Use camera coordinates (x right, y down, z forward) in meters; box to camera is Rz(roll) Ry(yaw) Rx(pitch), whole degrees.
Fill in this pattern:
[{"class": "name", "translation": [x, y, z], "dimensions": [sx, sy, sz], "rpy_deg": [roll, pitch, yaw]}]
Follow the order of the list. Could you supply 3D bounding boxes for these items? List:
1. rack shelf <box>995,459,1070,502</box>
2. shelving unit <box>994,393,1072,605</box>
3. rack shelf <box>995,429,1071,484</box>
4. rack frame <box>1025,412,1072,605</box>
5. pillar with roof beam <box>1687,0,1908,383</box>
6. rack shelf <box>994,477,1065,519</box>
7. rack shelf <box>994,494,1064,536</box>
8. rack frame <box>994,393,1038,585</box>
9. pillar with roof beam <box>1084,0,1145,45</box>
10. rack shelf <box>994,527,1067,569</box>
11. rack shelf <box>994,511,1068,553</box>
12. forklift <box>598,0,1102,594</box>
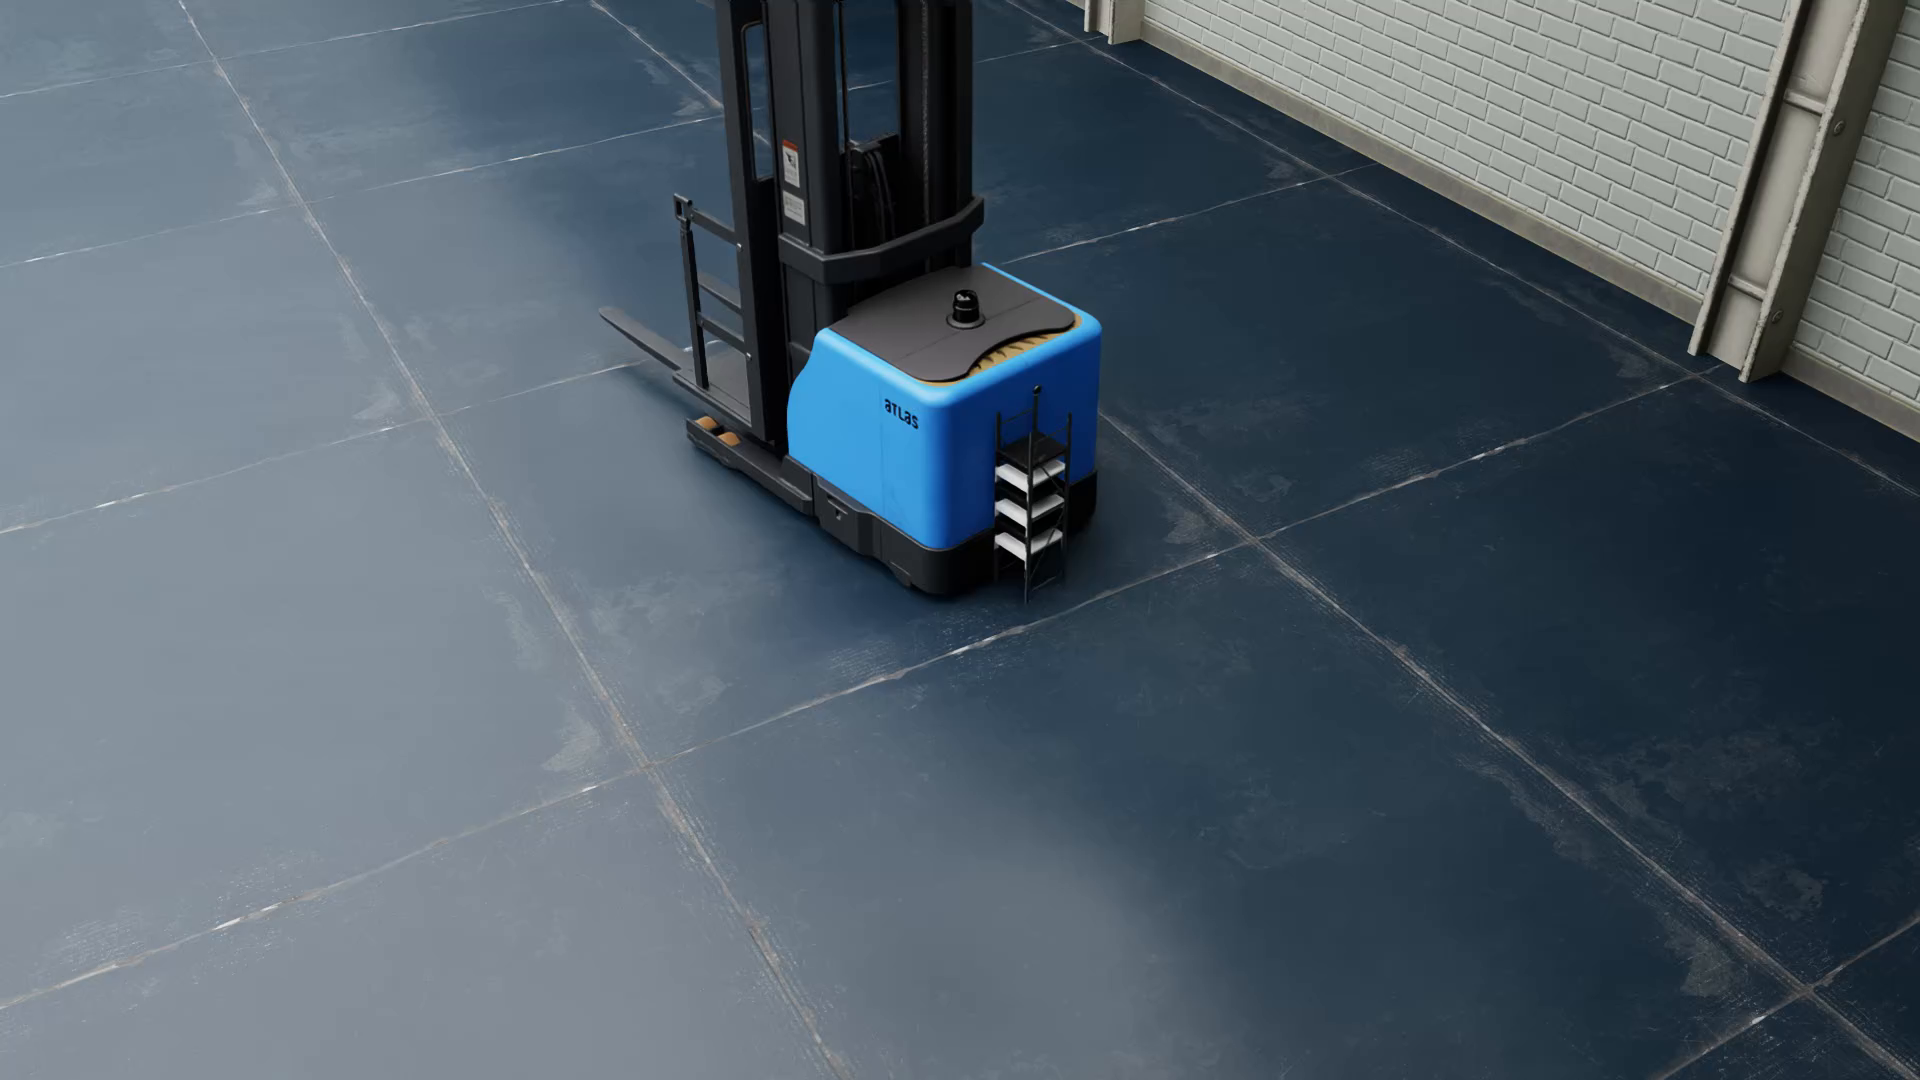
[{"class": "rack shelf", "translation": [0.310, -0.286, 7.130], "dimensions": [0.258, 0.077, 0.200], "rpy_deg": [-28, 45, -33]}, {"class": "shelving unit", "translation": [0.310, -0.167, 7.216], "dimensions": [0.258, 0.900, 0.210], "rpy_deg": [-28, 45, -33]}, {"class": "rack shelf", "translation": [0.310, -0.358, 7.076], "dimensions": [0.258, 0.077, 0.200], "rpy_deg": [-28, 45, -33]}, {"class": "rack frame", "translation": [0.378, -0.123, 7.155], "dimensions": [0.240, 0.900, 0.006], "rpy_deg": [-28, 45, -33]}, {"class": "pillar with roof beam", "translation": [0.519, -3.342, 4.697], "dimensions": [9.100, 9.000, 0.400], "rpy_deg": [-19, 40, -24]}, {"class": "rack shelf", "translation": [0.310, -0.213, 7.183], "dimensions": [0.258, 0.077, 0.200], "rpy_deg": [-28, 45, -33]}, {"class": "rack shelf", "translation": [0.310, -0.140, 7.236], "dimensions": [0.258, 0.077, 0.200], "rpy_deg": [-28, 45, -33]}, {"class": "rack frame", "translation": [0.242, -0.212, 7.277], "dimensions": [0.240, 0.900, 0.006], "rpy_deg": [-28, 45, -33]}, {"class": "pillar with roof beam", "translation": [-2.496, -6.402, 8.886], "dimensions": [9.100, 9.000, 0.400], "rpy_deg": [-19, 40, -24]}, {"class": "rack shelf", "translation": [0.310, 0.005, 7.342], "dimensions": [0.258, 0.077, 0.200], "rpy_deg": [-28, 45, -33]}, {"class": "rack shelf", "translation": [0.310, -0.068, 7.289], "dimensions": [0.258, 0.077, 0.200], "rpy_deg": [-28, 45, -33]}, {"class": "forklift", "translation": [-0.721, -1.730, 7.634], "dimensions": [1.130, 2.935, 3.031], "rpy_deg": [-28, 45, -33]}]
